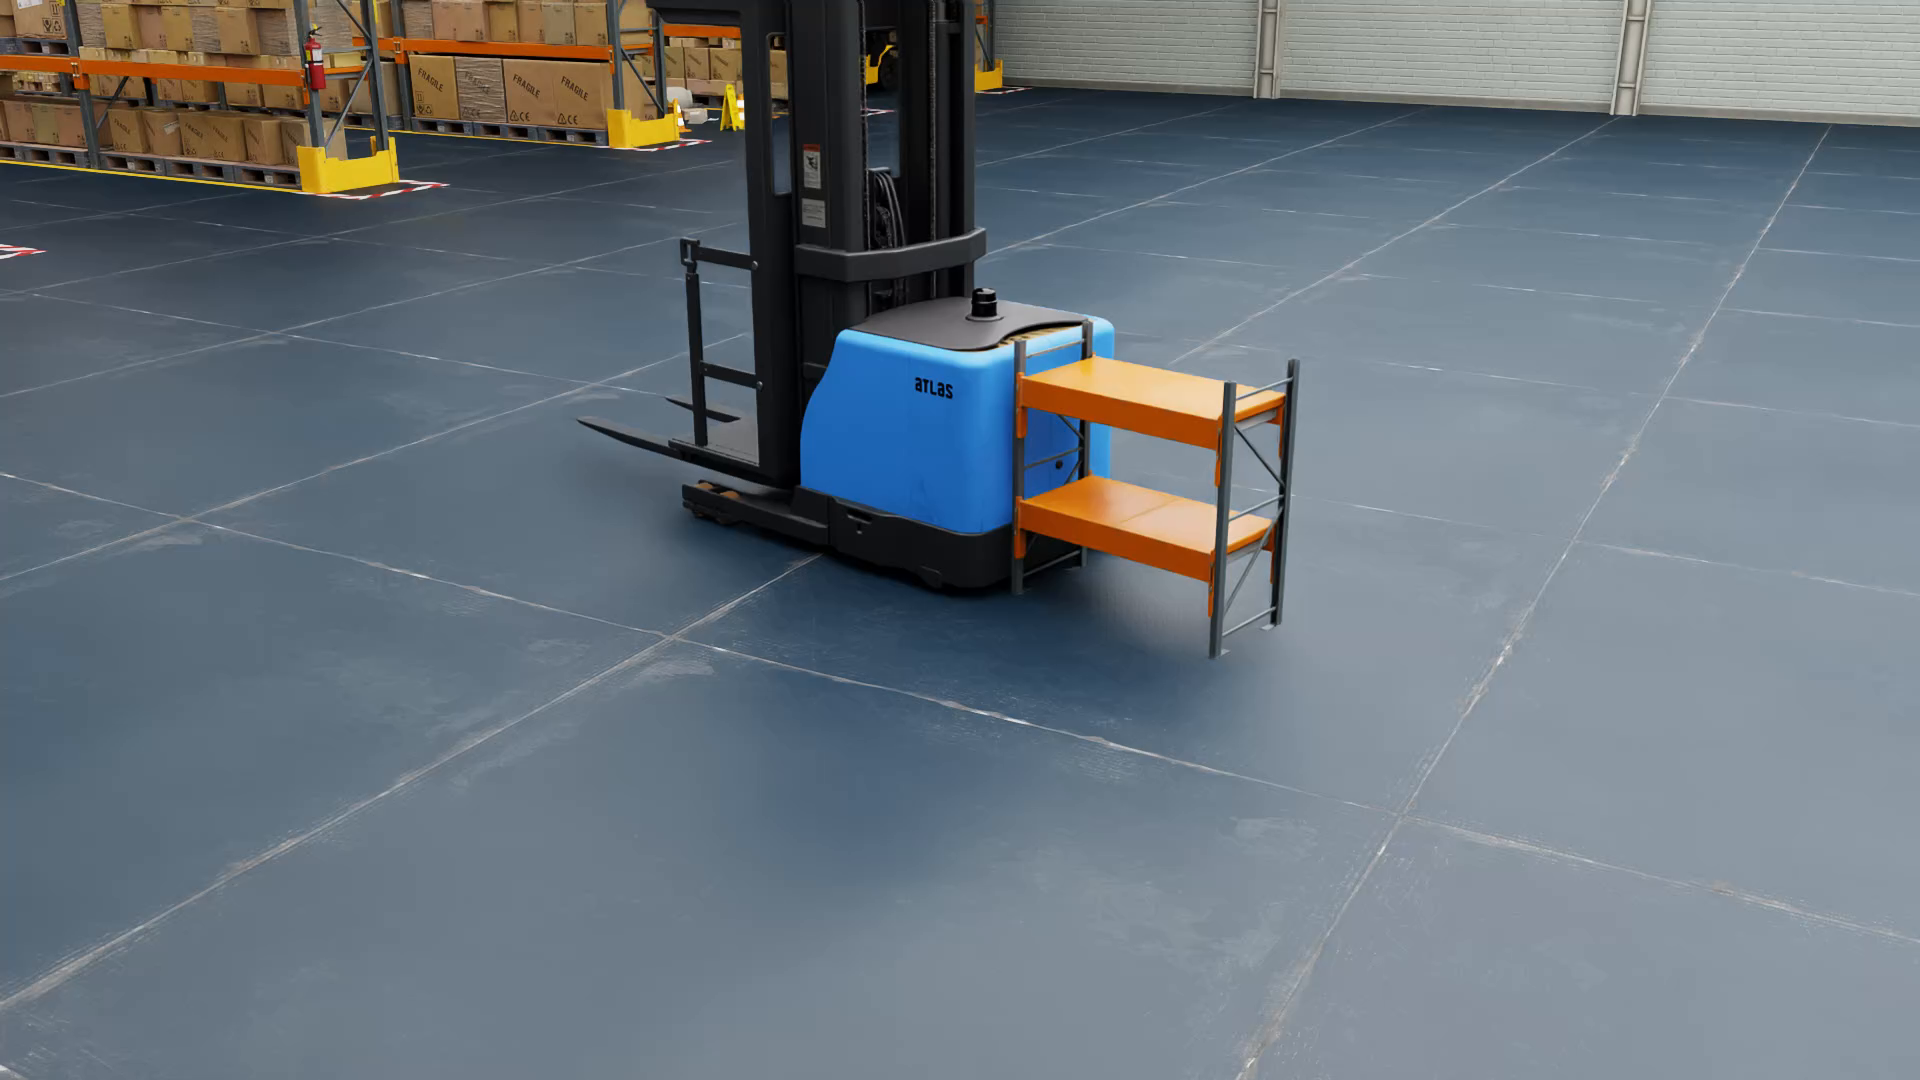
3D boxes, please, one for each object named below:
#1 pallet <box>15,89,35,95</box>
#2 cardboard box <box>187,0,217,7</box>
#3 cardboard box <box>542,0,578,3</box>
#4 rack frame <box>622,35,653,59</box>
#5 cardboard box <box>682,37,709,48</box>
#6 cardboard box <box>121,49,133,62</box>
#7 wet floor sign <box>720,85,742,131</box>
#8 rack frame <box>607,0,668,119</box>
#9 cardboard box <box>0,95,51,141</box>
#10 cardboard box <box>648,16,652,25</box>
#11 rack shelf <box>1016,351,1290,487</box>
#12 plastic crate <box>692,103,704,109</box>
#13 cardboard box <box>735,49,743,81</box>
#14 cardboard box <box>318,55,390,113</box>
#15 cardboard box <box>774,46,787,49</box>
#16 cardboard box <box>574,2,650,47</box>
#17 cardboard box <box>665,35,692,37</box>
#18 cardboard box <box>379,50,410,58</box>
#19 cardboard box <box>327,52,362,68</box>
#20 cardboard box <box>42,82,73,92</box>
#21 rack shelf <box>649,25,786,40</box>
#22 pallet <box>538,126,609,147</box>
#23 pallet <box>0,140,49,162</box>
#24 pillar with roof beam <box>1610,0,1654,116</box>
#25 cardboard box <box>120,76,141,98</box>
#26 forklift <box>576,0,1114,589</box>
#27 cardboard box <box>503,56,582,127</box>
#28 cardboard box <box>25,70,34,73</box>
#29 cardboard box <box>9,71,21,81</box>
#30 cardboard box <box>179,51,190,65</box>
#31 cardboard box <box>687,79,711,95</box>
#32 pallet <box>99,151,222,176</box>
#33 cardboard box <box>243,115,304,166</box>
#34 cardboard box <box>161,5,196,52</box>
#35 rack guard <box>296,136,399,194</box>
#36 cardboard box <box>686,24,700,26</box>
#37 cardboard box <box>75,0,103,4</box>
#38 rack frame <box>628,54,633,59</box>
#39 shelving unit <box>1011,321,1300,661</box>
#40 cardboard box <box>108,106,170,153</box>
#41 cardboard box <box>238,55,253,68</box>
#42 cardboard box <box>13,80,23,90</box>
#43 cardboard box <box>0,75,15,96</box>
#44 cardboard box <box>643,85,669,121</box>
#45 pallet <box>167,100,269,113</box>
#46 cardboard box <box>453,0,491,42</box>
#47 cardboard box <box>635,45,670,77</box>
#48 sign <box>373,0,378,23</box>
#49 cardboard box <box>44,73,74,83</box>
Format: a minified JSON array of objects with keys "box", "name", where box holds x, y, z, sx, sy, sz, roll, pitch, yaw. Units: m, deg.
[{"box":[-16.523,-7.884,29.291,1.213,0.211,1.003,11,23,27],"name":"pallet"},{"box":[-8.357,-6.276,18.720,0.500,0.500,0.500,11,23,27],"name":"cardboard box"},{"box":[-5.205,-7.611,22.646,0.550,0.550,0.875,11,23,27],"name":"cardboard box"},{"box":[-5.541,-9.052,28.420,0.127,3.000,1.000,11,23,27],"name":"rack frame"},{"box":[-4.391,-8.268,27.625,0.250,0.149,0.380,12,23,30],"name":"cardboard box"},{"box":[-9.666,-5.740,19.660,0.250,0.149,0.380,11,23,27],"name":"cardboard box"},{"box":[-3.384,-6.374,24.490,0.232,0.644,0.267,7,21,18],"name":"wet floor sign"},{"box":[-4.374,-6.896,22.477,0.127,3.000,1.000,11,23,27],"name":"rack frame"},{"box":[-12.282,-5.512,21.683,0.500,0.500,0.700,13,24,32],"name":"cardboard box"},{"box":[-5.176,-8.759,27.982,0.250,0.149,0.380,12,23,29],"name":"cardboard box"},{"box":[0.778,-0.511,6.765,1.000,0.278,0.538,17,26,39],"name":"rack shelf"},{"box":[-4.570,-7.174,27.525,0.583,0.080,0.402,3,20,9],"name":"plastic crate"},{"box":[-3.332,-7.785,27.245,0.500,0.500,0.500,12,23,29],"name":"cardboard box"},{"box":[-9.293,-6.939,25.279,0.750,0.750,1.050,11,23,27],"name":"cardboard box"},{"box":[-3.098,-7.950,27.698,0.500,0.500,0.500,10,22,25],"name":"cardboard box"},{"box":[-4.720,-7.015,22.584,0.550,0.550,0.875,11,23,27],"name":"cardboard box"},{"box":[-5.503,-10.062,34.072,0.625,0.625,0.875,12,23,29],"name":"cardboard box"},{"box":[-10.372,-9.205,31.341,0.875,0.875,0.875,11,23,28],"name":"cardboard box"},{"box":[-7.014,-5.436,18.822,0.250,0.149,0.380,11,23,27],"name":"cardboard box"},{"box":[-15.359,-7.713,28.293,0.250,0.149,0.380,11,23,28],"name":"cardboard box"},{"box":[-3.795,-8.381,27.625,4.000,0.370,1.077,11,23,27],"name":"rack shelf"},{"box":[-5.111,-5.695,23.255,1.213,0.211,1.003,11,23,27],"name":"pallet"},{"box":[-12.123,-5.122,21.676,1.213,0.211,1.003,11,23,27],"name":"pallet"},{"box":[8.577,-9.792,21.662,0.400,9.000,9.100,11,23,27],"name":"pillar with roof beam"},{"box":[-13.408,-7.541,27.306,0.500,0.500,0.500,11,23,28],"name":"cardboard box"},{"box":[-0.729,-1.567,7.886,3.031,2.935,1.130,17,26,39],"name":"forklift"},{"box":[-5.768,-6.333,23.426,0.875,0.875,0.875,10,22,26],"name":"cardboard box"},{"box":[-15.751,-8.080,28.434,0.250,0.149,0.380,11,22,27],"name":"cardboard box"},{"box":[-16.169,-8.034,28.744,0.250,0.149,0.380,11,23,29],"name":"cardboard box"},{"box":[-8.776,-5.584,19.230,0.250,0.149,0.380,11,23,27],"name":"cardboard box"},{"box":[-4.221,-7.605,27.848,0.500,0.250,0.500,10,22,27],"name":"cardboard box"},{"box":[-9.770,-4.689,20.483,1.213,0.211,1.003,11,23,27],"name":"pallet"},{"box":[-7.957,-4.657,19.353,0.500,0.500,0.500,18,27,41],"name":"cardboard box"},{"box":[-8.690,-5.953,19.294,0.500,0.500,0.875,11,23,27],"name":"cardboard box"},{"box":[-6.948,-4.274,18.914,0.348,0.500,1.175,11,23,27],"name":"rack guard"},{"box":[-4.310,-8.570,27.461,0.250,0.149,0.380,11,23,28],"name":"cardboard box"},{"box":[-10.105,-6.608,19.633,0.500,0.500,0.500,11,23,27],"name":"cardboard box"},{"box":[-6.615,-11.195,34.329,0.127,3.000,1.000,11,23,27],"name":"rack frame"},{"box":[0.778,-0.235,6.865,1.048,1.125,0.538,17,26,39],"name":"shelving unit"},{"box":[-10.044,-5.045,20.425,0.500,0.500,0.500,10,22,26],"name":"cardboard box"},{"box":[-7.903,-5.418,18.772,0.250,0.149,0.380,11,23,27],"name":"cardboard box"},{"box":[-16.263,-7.885,28.768,0.250,0.149,0.380,11,23,27],"name":"cardboard box"},{"box":[-12.798,-5.963,21.826,0.500,0.250,0.500,14,24,33],"name":"cardboard box"},{"box":[-4.817,-6.751,25.739,0.637,0.503,0.797,-4,20,-10],"name":"cardboard box"},{"box":[-12.040,-7.046,26.980,1.213,0.211,1.003,11,23,27],"name":"pallet"},{"box":[-6.633,-7.364,23.548,0.550,0.550,0.875,11,23,27],"name":"cardboard box"},{"box":[-5.157,-8.130,28.197,0.500,0.500,0.500,12,23,30],"name":"cardboard box"},{"box":[-6.617,-6.005,18.750,0.005,0.325,0.100,11,23,27],"name":"sign"},{"box":[-15.281,-7.846,28.226,0.250,0.149,0.380,11,23,28],"name":"cardboard box"}]
